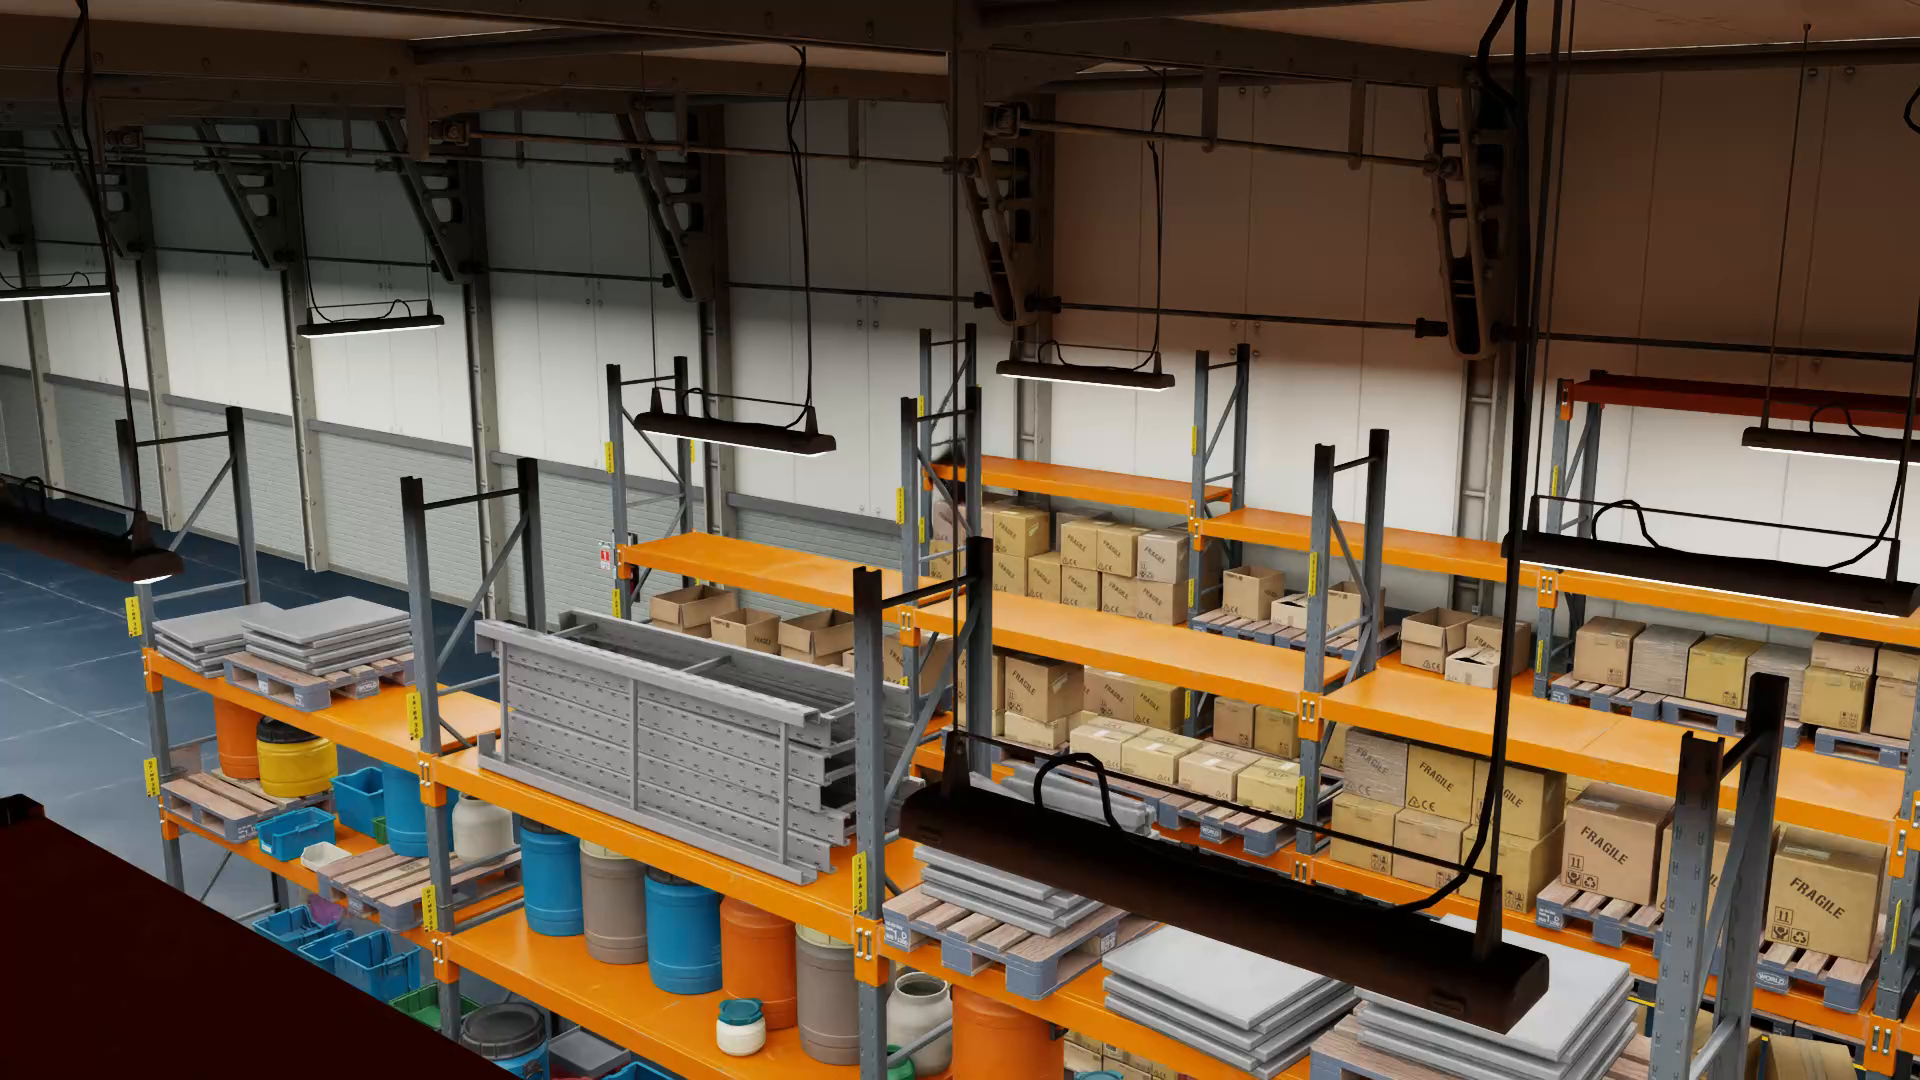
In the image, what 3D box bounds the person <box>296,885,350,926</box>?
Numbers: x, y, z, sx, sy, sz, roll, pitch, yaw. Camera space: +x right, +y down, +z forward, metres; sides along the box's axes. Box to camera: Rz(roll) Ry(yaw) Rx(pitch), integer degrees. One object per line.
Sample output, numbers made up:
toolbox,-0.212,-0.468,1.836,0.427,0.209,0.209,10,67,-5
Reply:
person,-6.207,3.710,16.173,0.830,1.546,0.500,2,13,9
